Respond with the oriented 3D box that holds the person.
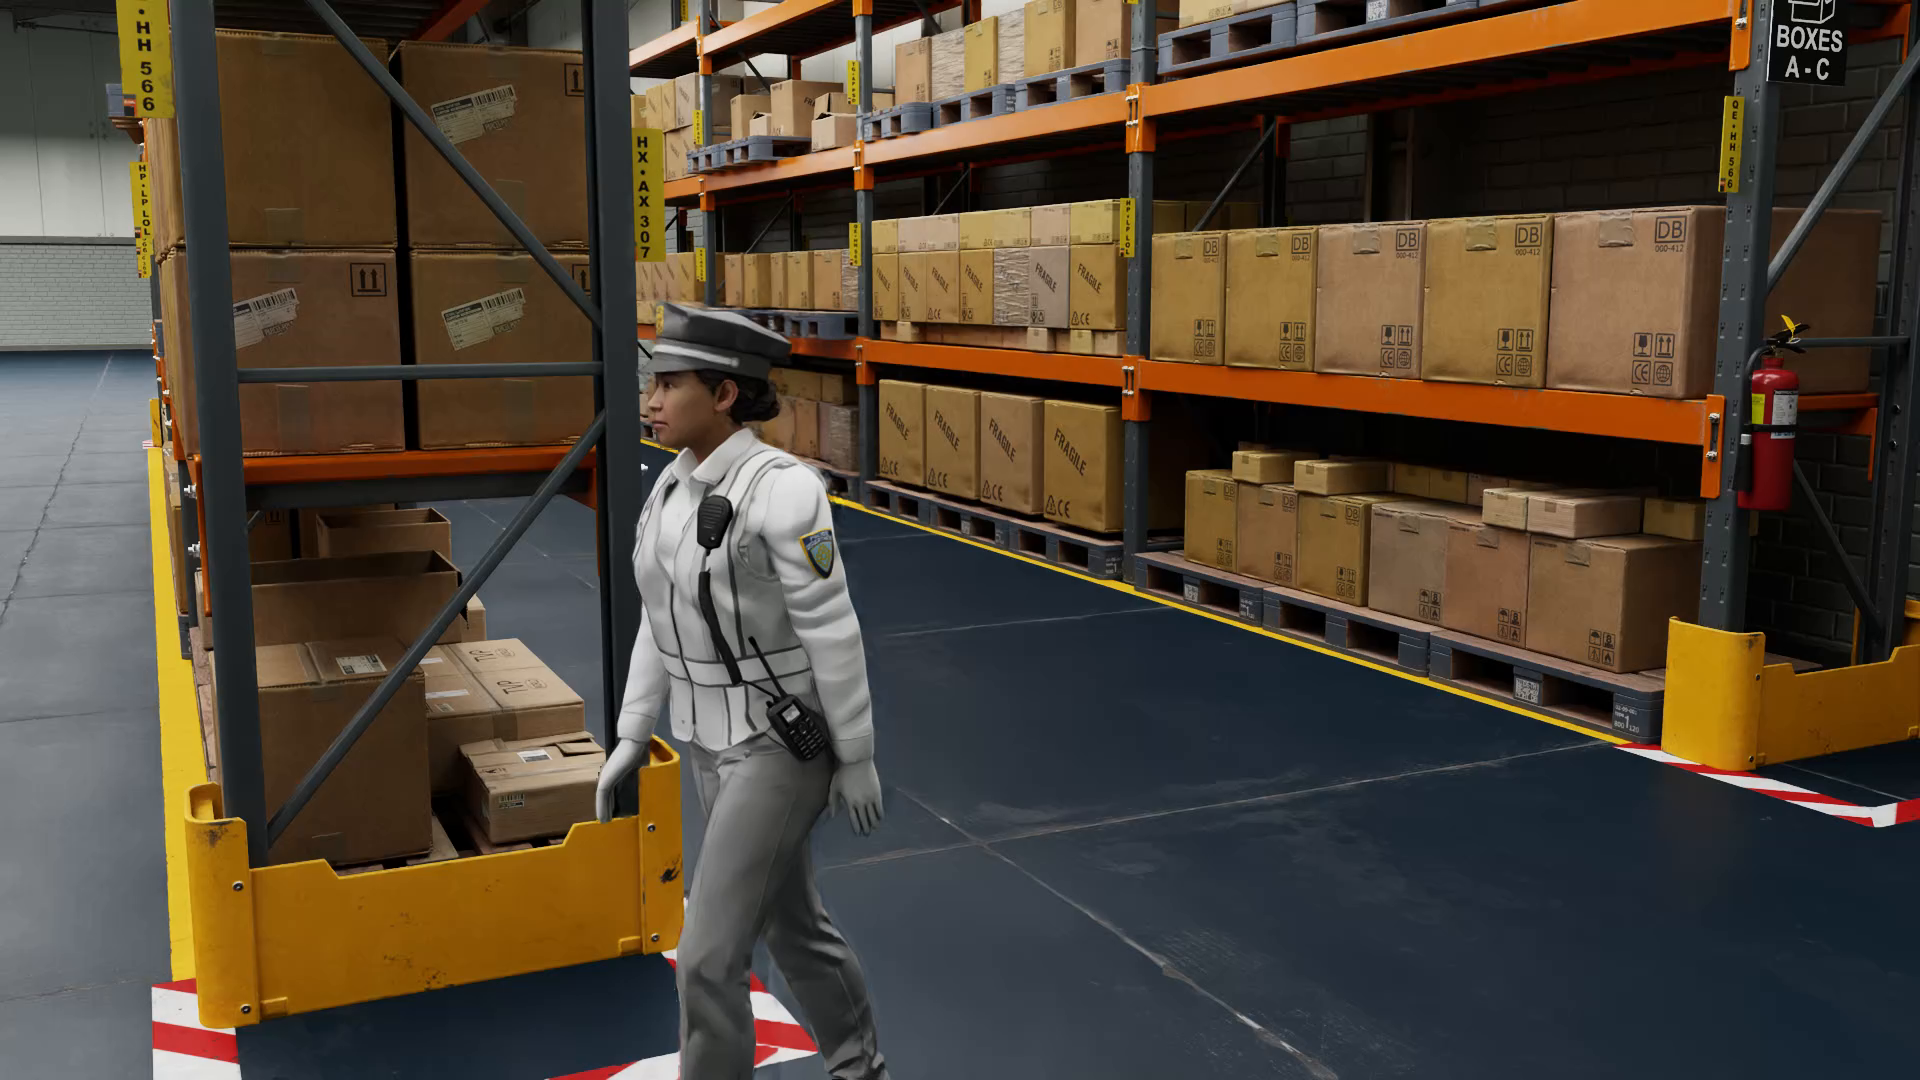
[{"bbox_3d":[-0.429,0.413,3.095,0.709,1.707,0.509,-7,11,-37],"label":"person"}]
